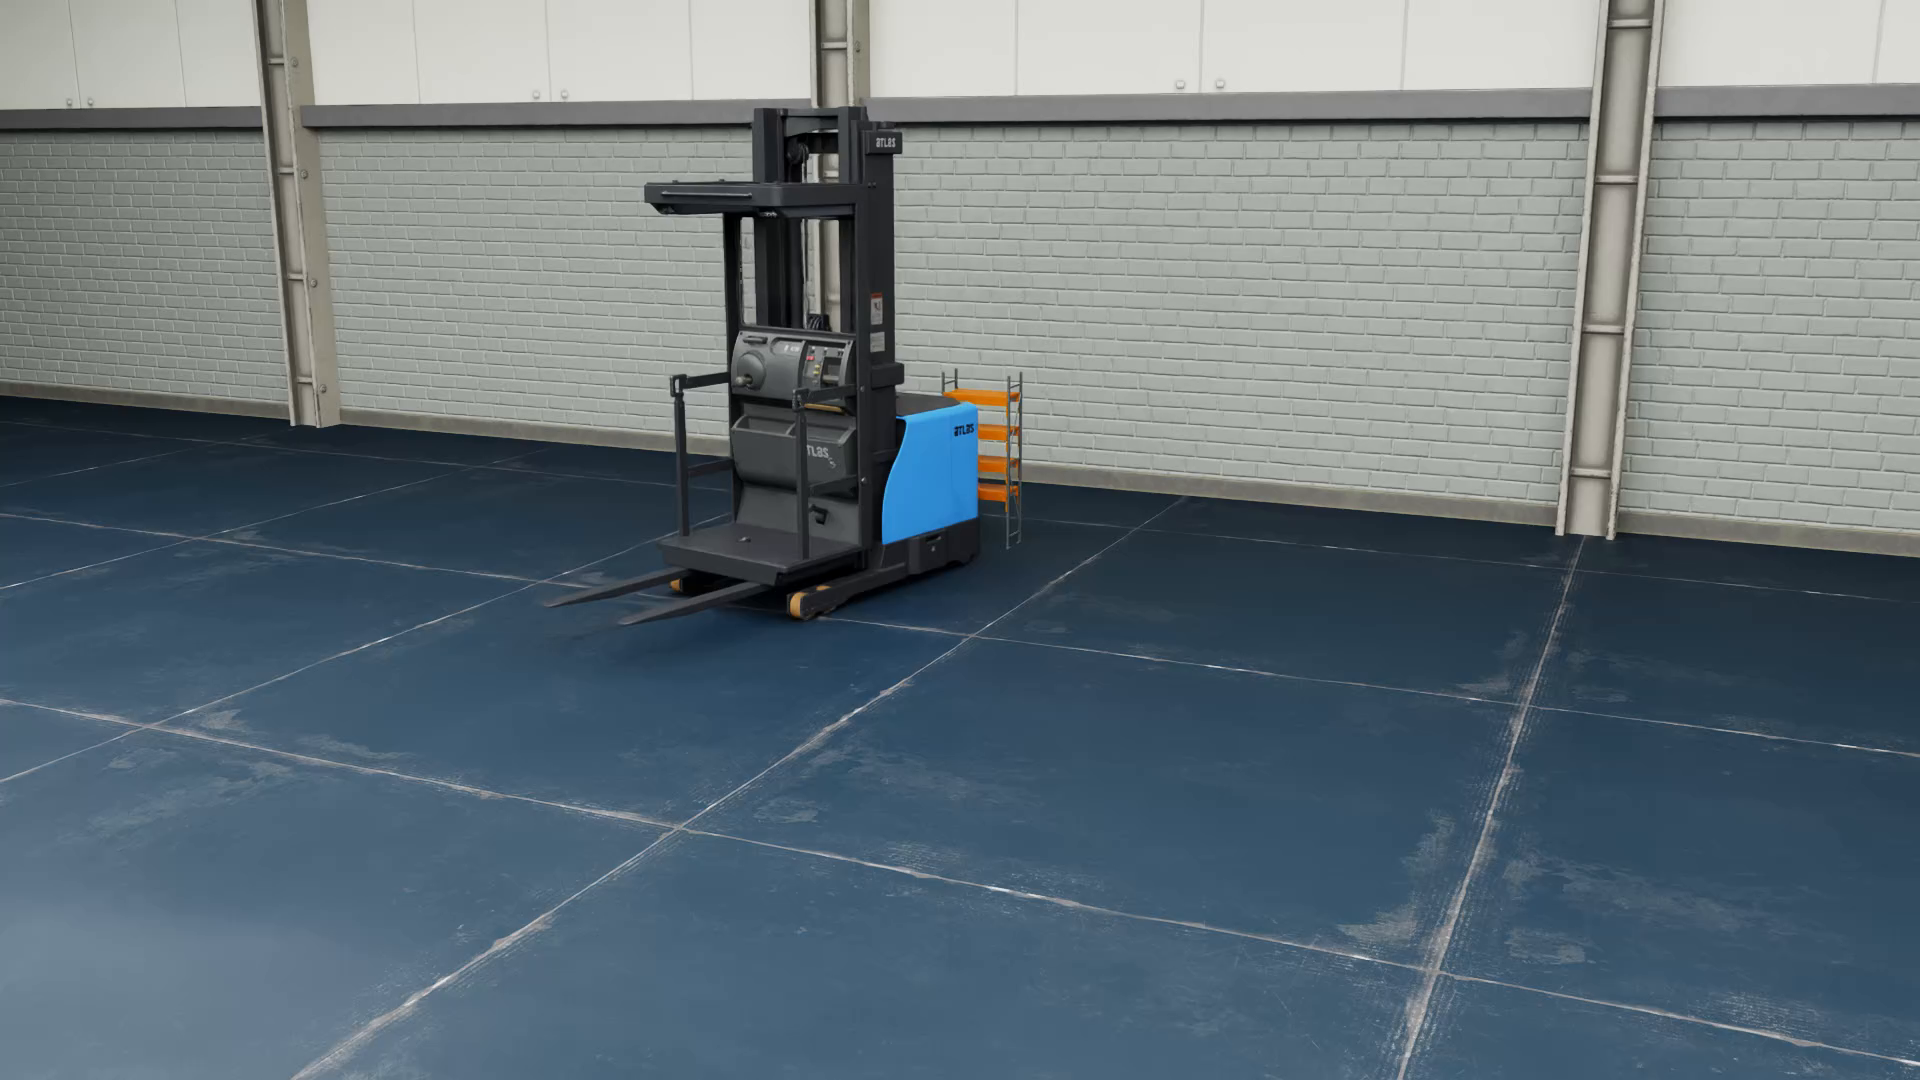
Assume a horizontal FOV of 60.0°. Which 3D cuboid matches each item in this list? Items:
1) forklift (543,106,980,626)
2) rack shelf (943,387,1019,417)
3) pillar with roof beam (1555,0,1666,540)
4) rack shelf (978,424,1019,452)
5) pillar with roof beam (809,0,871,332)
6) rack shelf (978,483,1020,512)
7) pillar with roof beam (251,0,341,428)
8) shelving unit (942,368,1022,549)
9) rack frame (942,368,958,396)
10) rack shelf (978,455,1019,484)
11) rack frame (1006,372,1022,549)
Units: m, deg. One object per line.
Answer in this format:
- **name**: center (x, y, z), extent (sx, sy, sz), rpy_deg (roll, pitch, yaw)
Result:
- **forklift**: center (-1.151, -1.082, 9.951), extent (1.130, 2.935, 3.031), rpy_deg (10, 16, 36)
- **rack shelf**: center (0.151, -0.951, 11.463), extent (0.480, 0.148, 0.258), rpy_deg (6, 14, 23)
- **pillar with roof beam**: center (2.765, -3.533, 7.115), extent (0.400, 9.000, 9.100), rpy_deg (6, 14, 23)
- **rack shelf**: center (0.151, -0.721, 11.517), extent (0.480, 0.148, 0.258), rpy_deg (6, 14, 23)
- **pillar with roof beam**: center (-2.721, -4.089, 9.481), extent (0.400, 9.000, 9.100), rpy_deg (6, 14, 23)
- **rack shelf**: center (0.151, -0.310, 11.613), extent (0.480, 0.148, 0.258), rpy_deg (6, 14, 23)
- **pillar with roof beam**: center (-8.207, -4.644, 11.847), extent (0.400, 9.000, 9.100), rpy_deg (6, 14, 23)
- **shelving unit**: center (0.151, -0.569, 11.552), extent (0.503, 1.200, 0.258), rpy_deg (6, 14, 23)
- **rack frame**: center (-0.072, -0.591, 11.649), extent (0.015, 1.200, 0.240), rpy_deg (6, 14, 23)
- **rack shelf**: center (0.151, -0.503, 11.568), extent (0.480, 0.148, 0.258), rpy_deg (6, 14, 23)
- **rack frame**: center (0.374, -0.546, 11.456), extent (0.015, 1.200, 0.240), rpy_deg (6, 14, 23)
